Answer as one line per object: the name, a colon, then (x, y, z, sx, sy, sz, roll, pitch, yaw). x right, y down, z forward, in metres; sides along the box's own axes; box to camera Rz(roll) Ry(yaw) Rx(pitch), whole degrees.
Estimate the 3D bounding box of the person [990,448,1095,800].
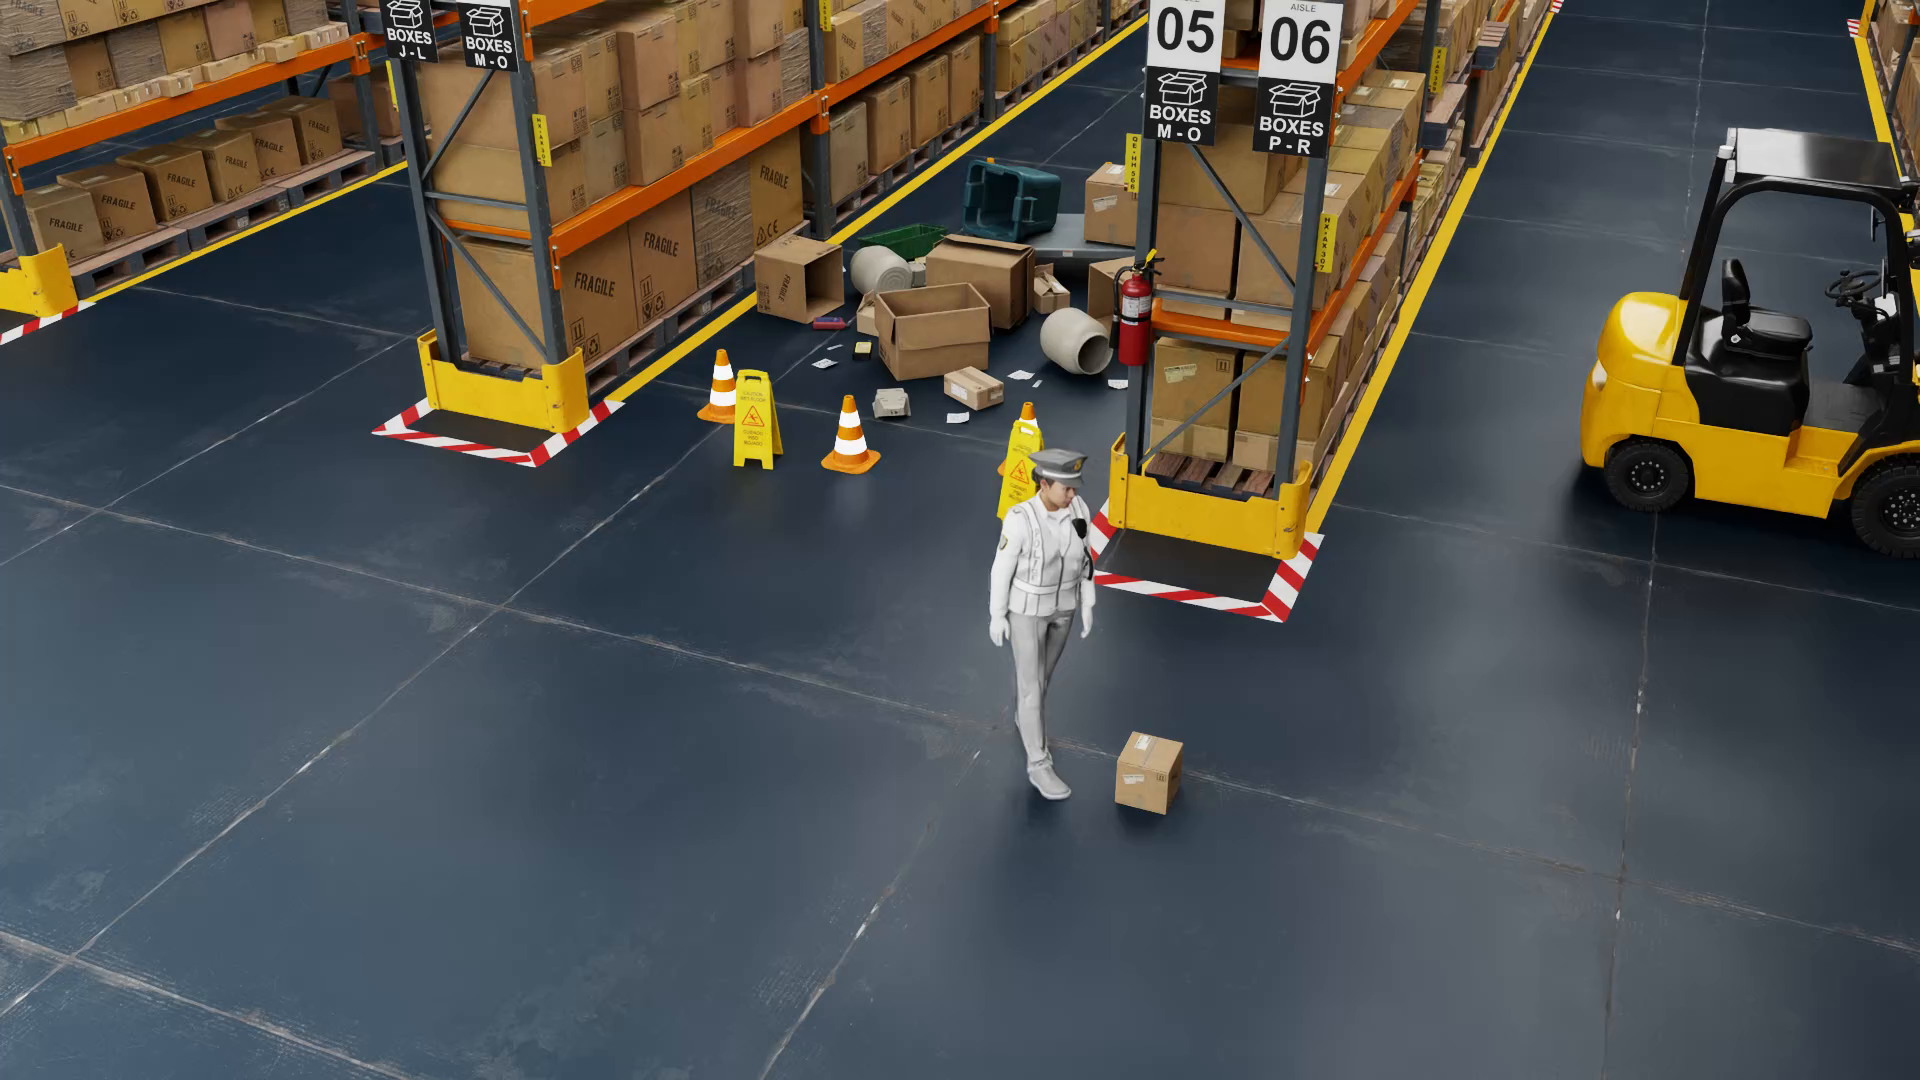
person: (0.439, 0.366, 7.722, 0.511, 1.646, 0.732, -15, 33, -25)
